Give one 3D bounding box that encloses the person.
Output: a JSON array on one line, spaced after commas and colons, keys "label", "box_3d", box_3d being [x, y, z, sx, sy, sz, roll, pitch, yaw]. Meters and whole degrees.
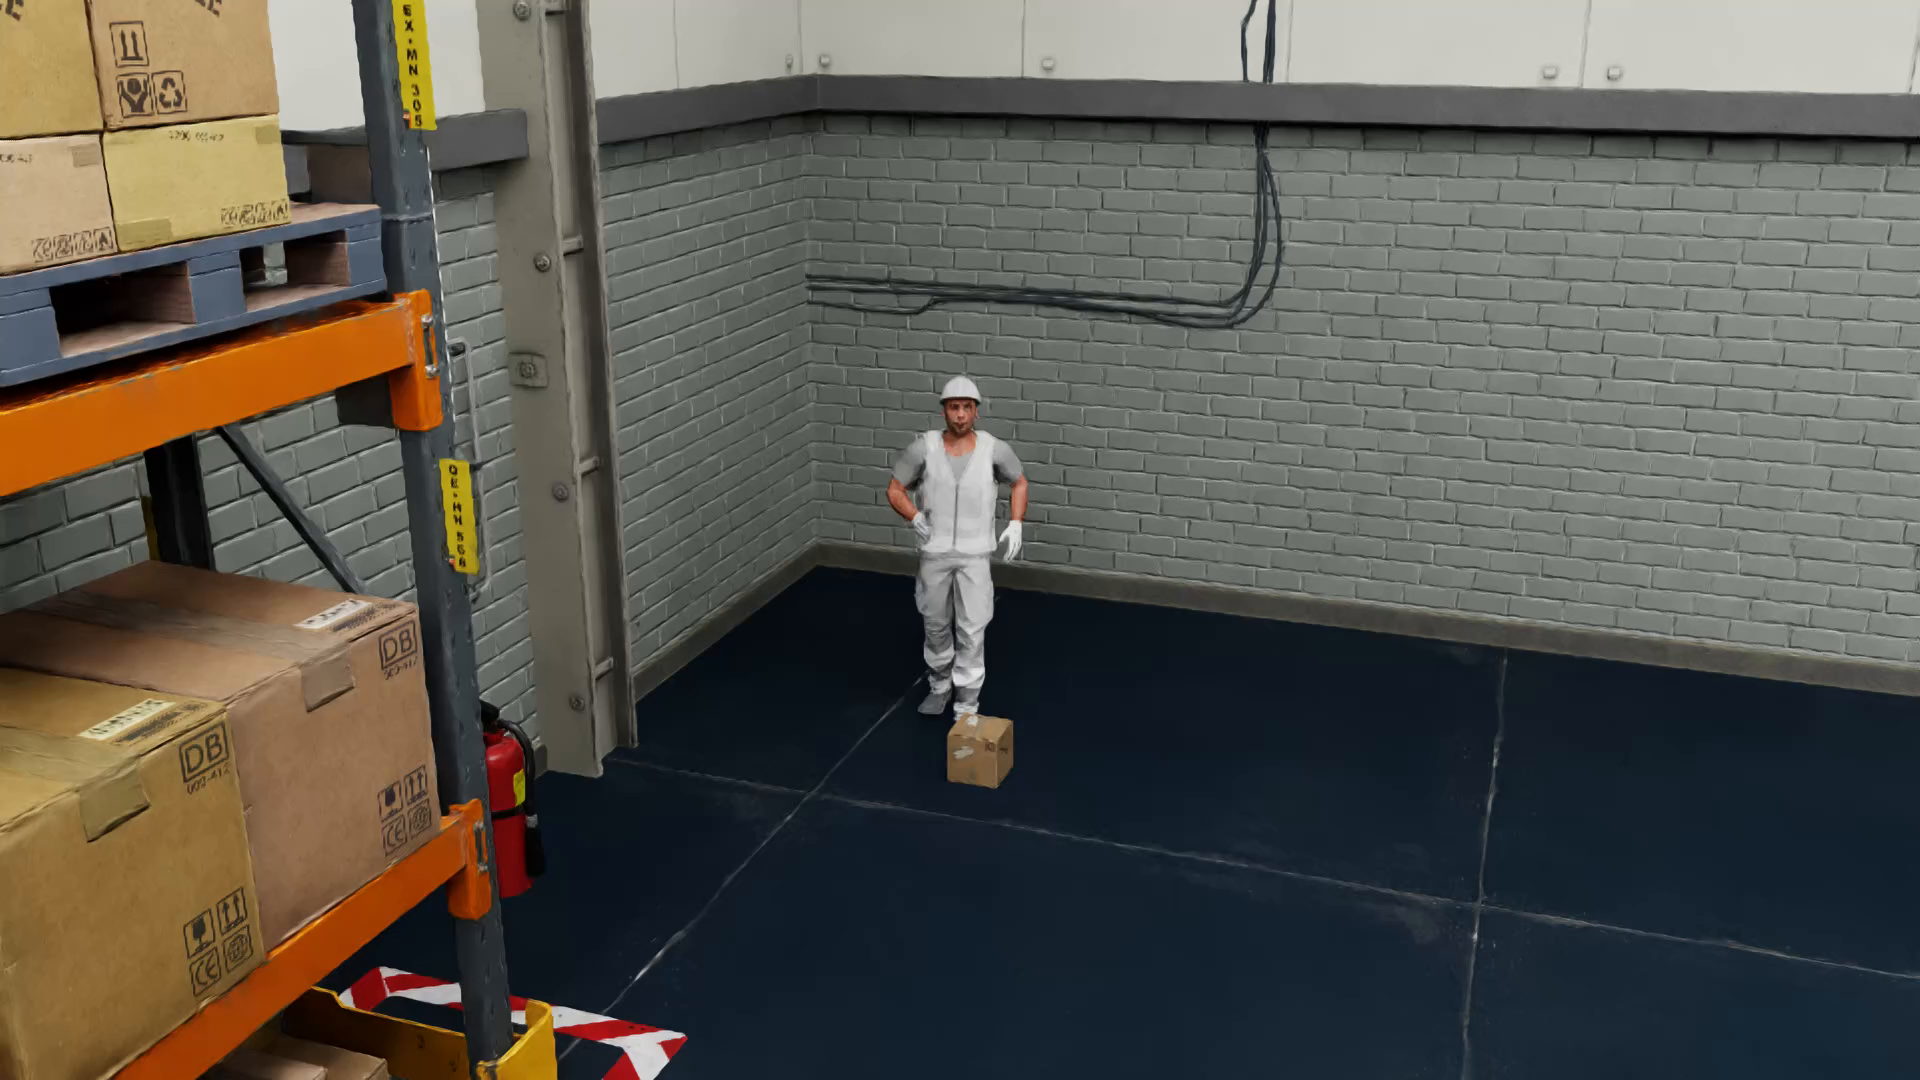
[{"label": "person", "box_3d": [-0.018, 0.113, 8.194, 0.709, 1.796, 0.709, 1, 18, 1]}]
